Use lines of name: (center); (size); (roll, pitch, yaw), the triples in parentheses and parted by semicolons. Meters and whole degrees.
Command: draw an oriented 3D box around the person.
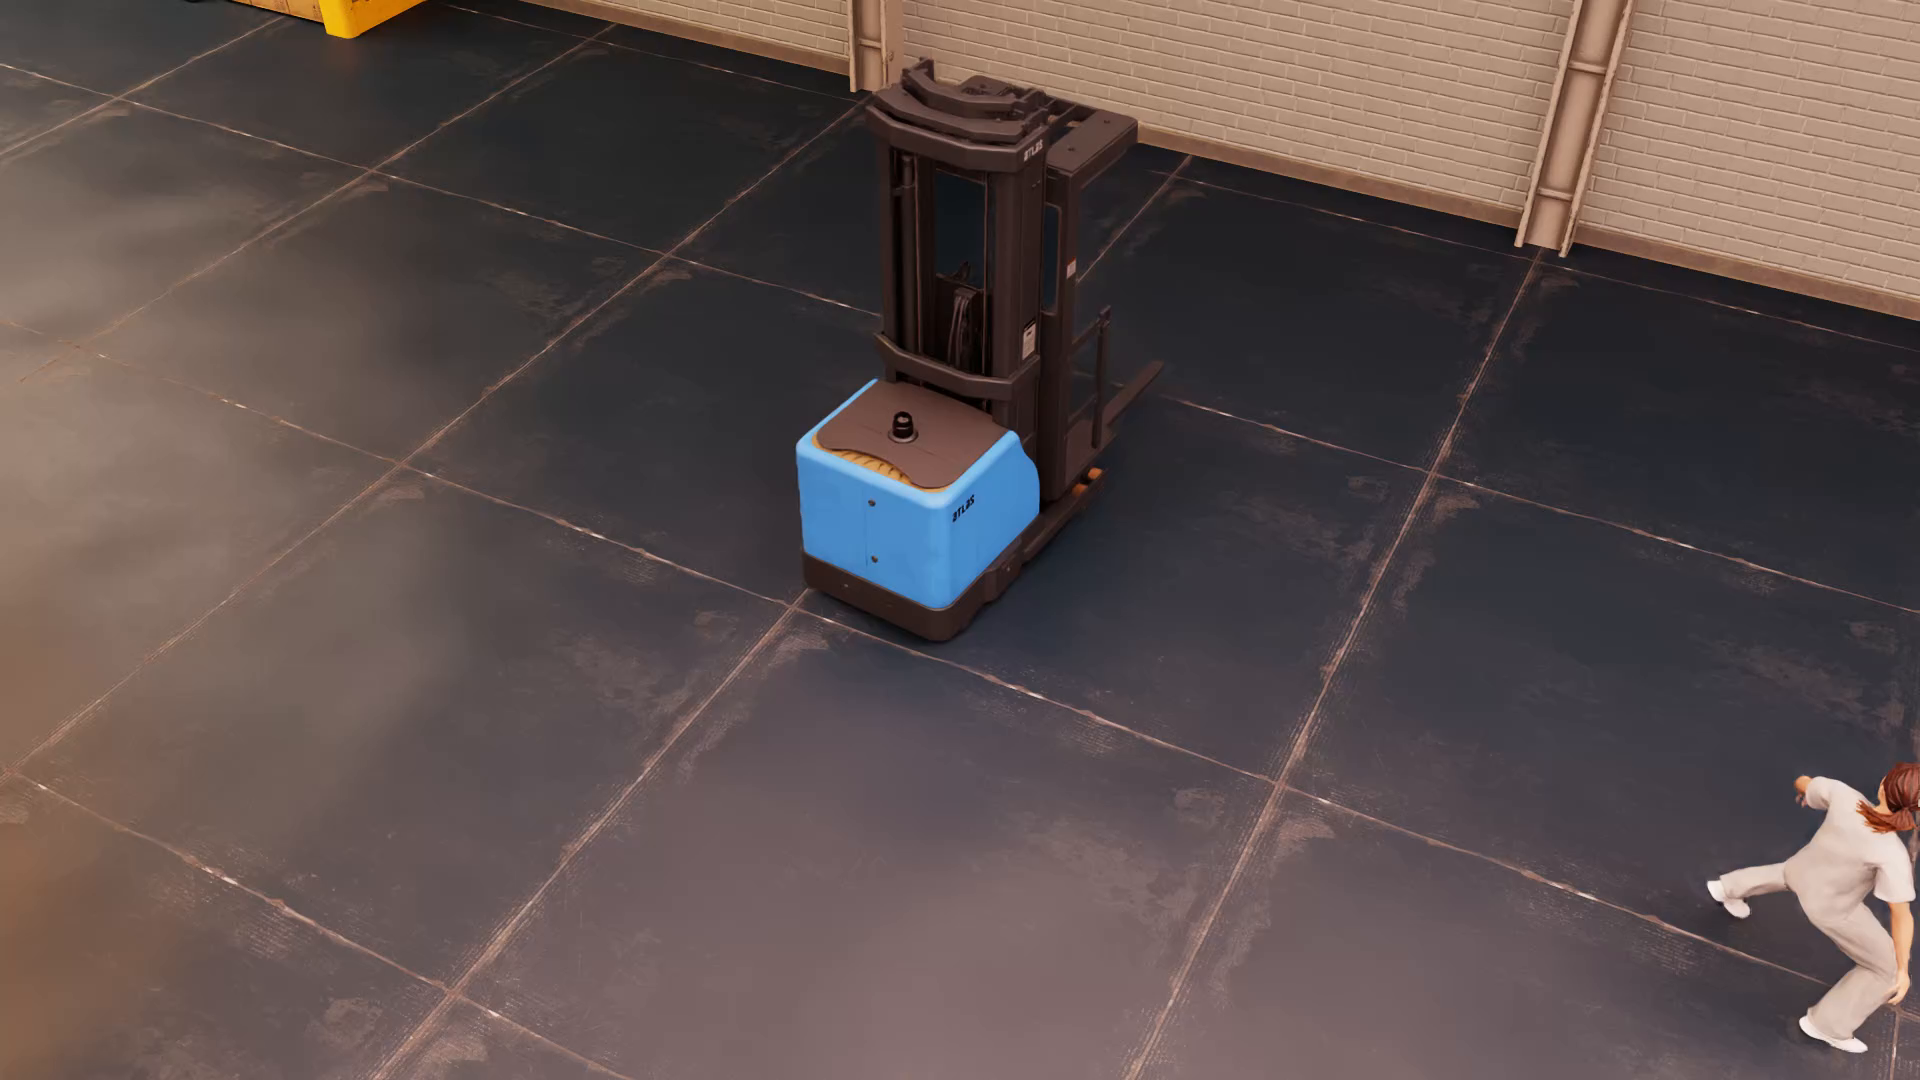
person: (3.931, 1.560, 7.239); (0.500, 1.552, 0.921); (-2, 40, -2)

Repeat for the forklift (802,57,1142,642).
forklift: (0.244, -1.483, 9.747); (1.130, 2.935, 3.031); (19, 44, 21)
